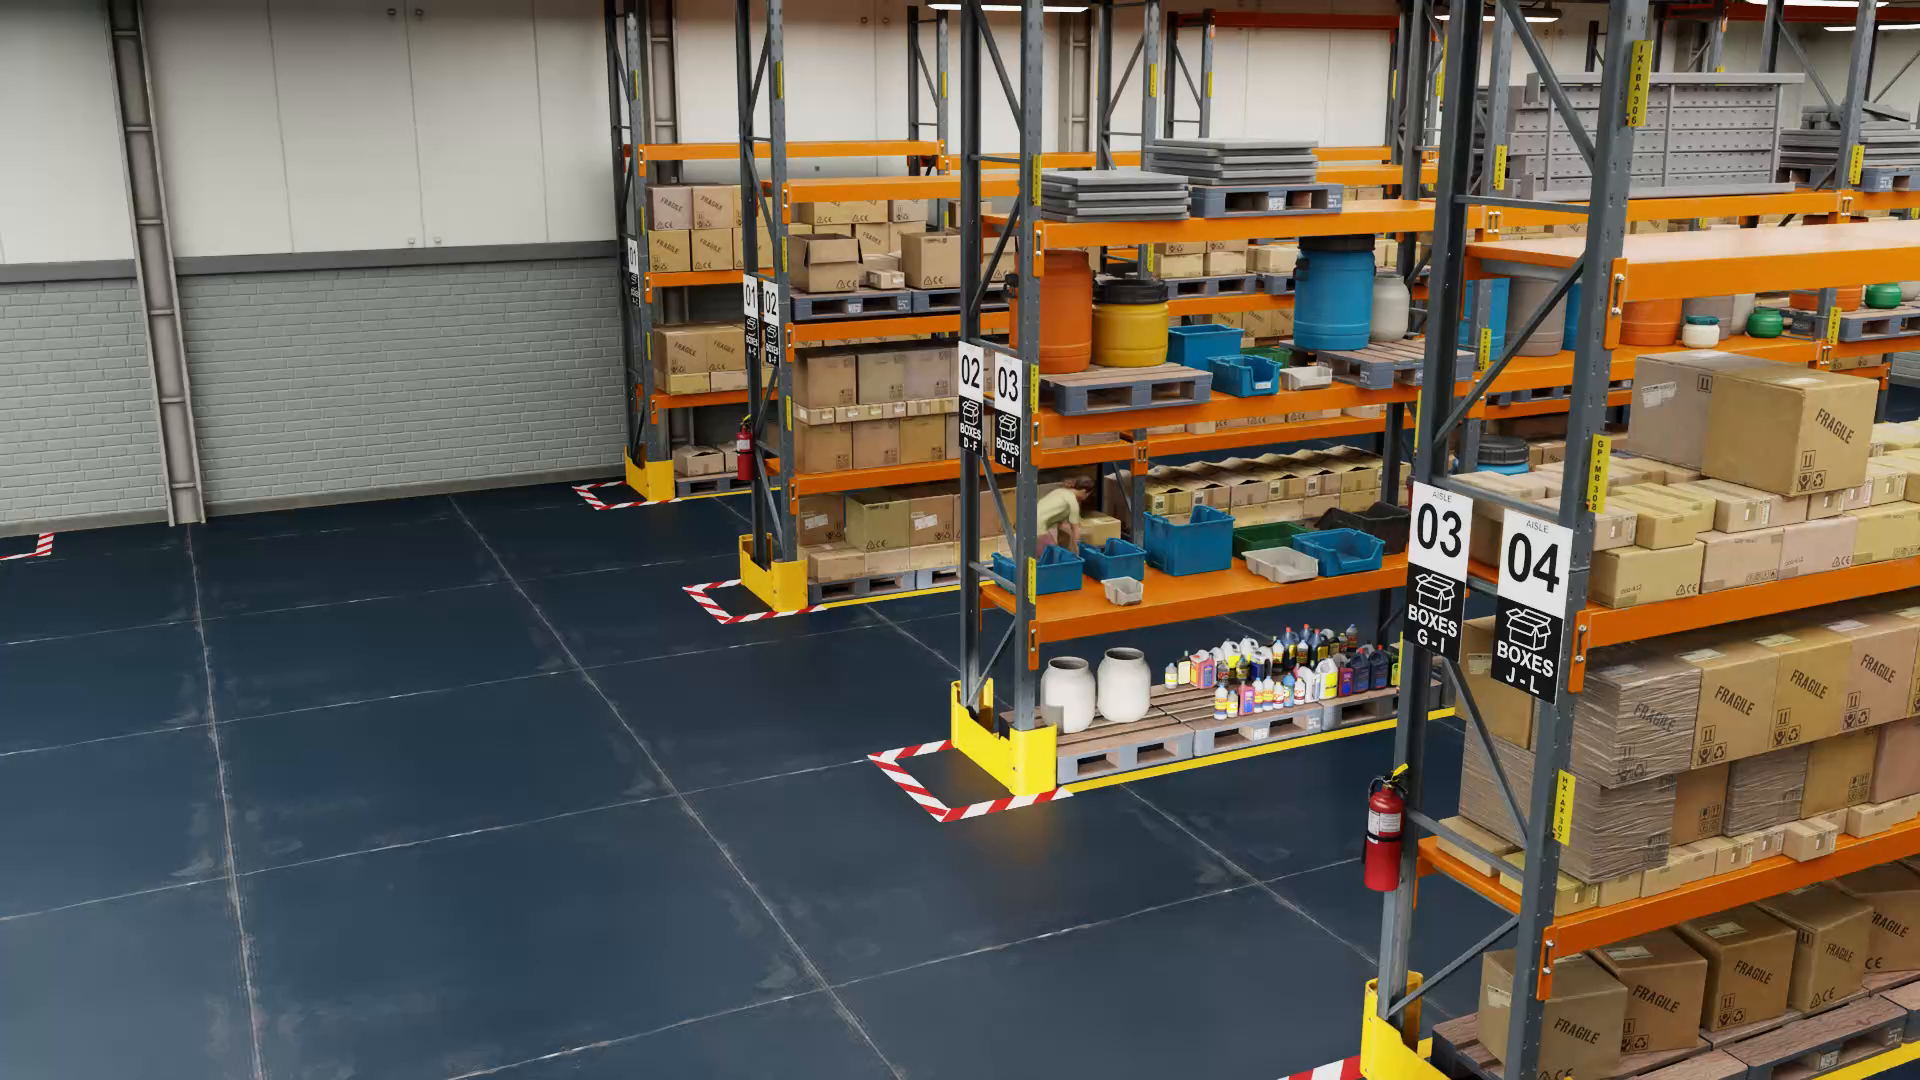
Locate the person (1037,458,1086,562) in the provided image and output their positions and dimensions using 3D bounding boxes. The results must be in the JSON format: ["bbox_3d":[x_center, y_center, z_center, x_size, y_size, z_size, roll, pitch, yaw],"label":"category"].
[{"bbox_3d":[0.923,-0.047,16.315,0.685,1.488,0.414,-8,17,-26],"label":"person"}]
